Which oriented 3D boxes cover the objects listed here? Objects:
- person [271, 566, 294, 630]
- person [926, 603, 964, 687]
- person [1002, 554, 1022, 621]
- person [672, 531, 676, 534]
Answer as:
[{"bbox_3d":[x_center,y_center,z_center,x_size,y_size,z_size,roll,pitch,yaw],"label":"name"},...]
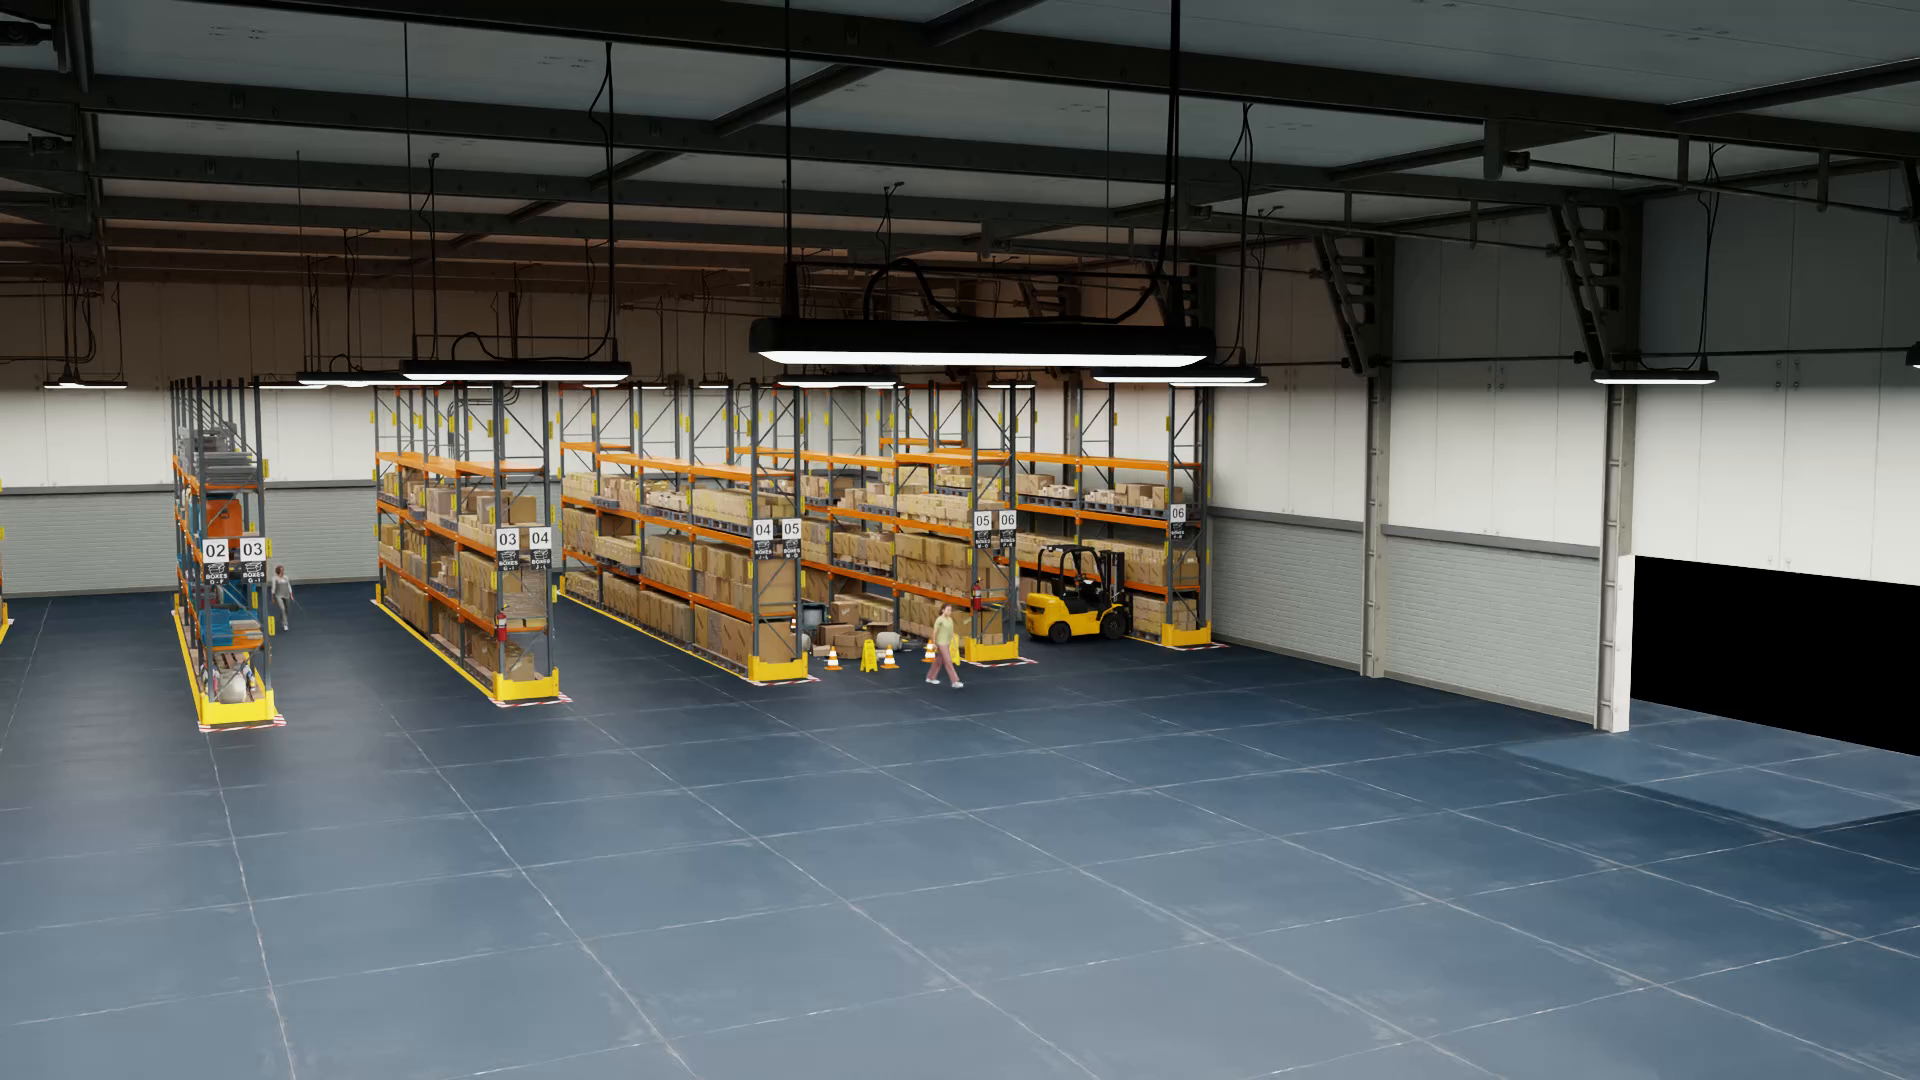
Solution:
[{"bbox_3d":[-16.333,1.374,40.077,0.504,1.538,0.939,-4,6,-36],"label":"person"},{"bbox_3d":[-0.256,2.021,32.253,1.010,1.615,0.478,3,6,30],"label":"person"},{"bbox_3d":[1.334,1.216,41.590,0.522,1.721,0.591,-4,6,-38],"label":"person"},{"bbox_3d":[-8.322,0.570,48.875,0.717,1.669,0.518,-3,6,-26],"label":"person"}]
